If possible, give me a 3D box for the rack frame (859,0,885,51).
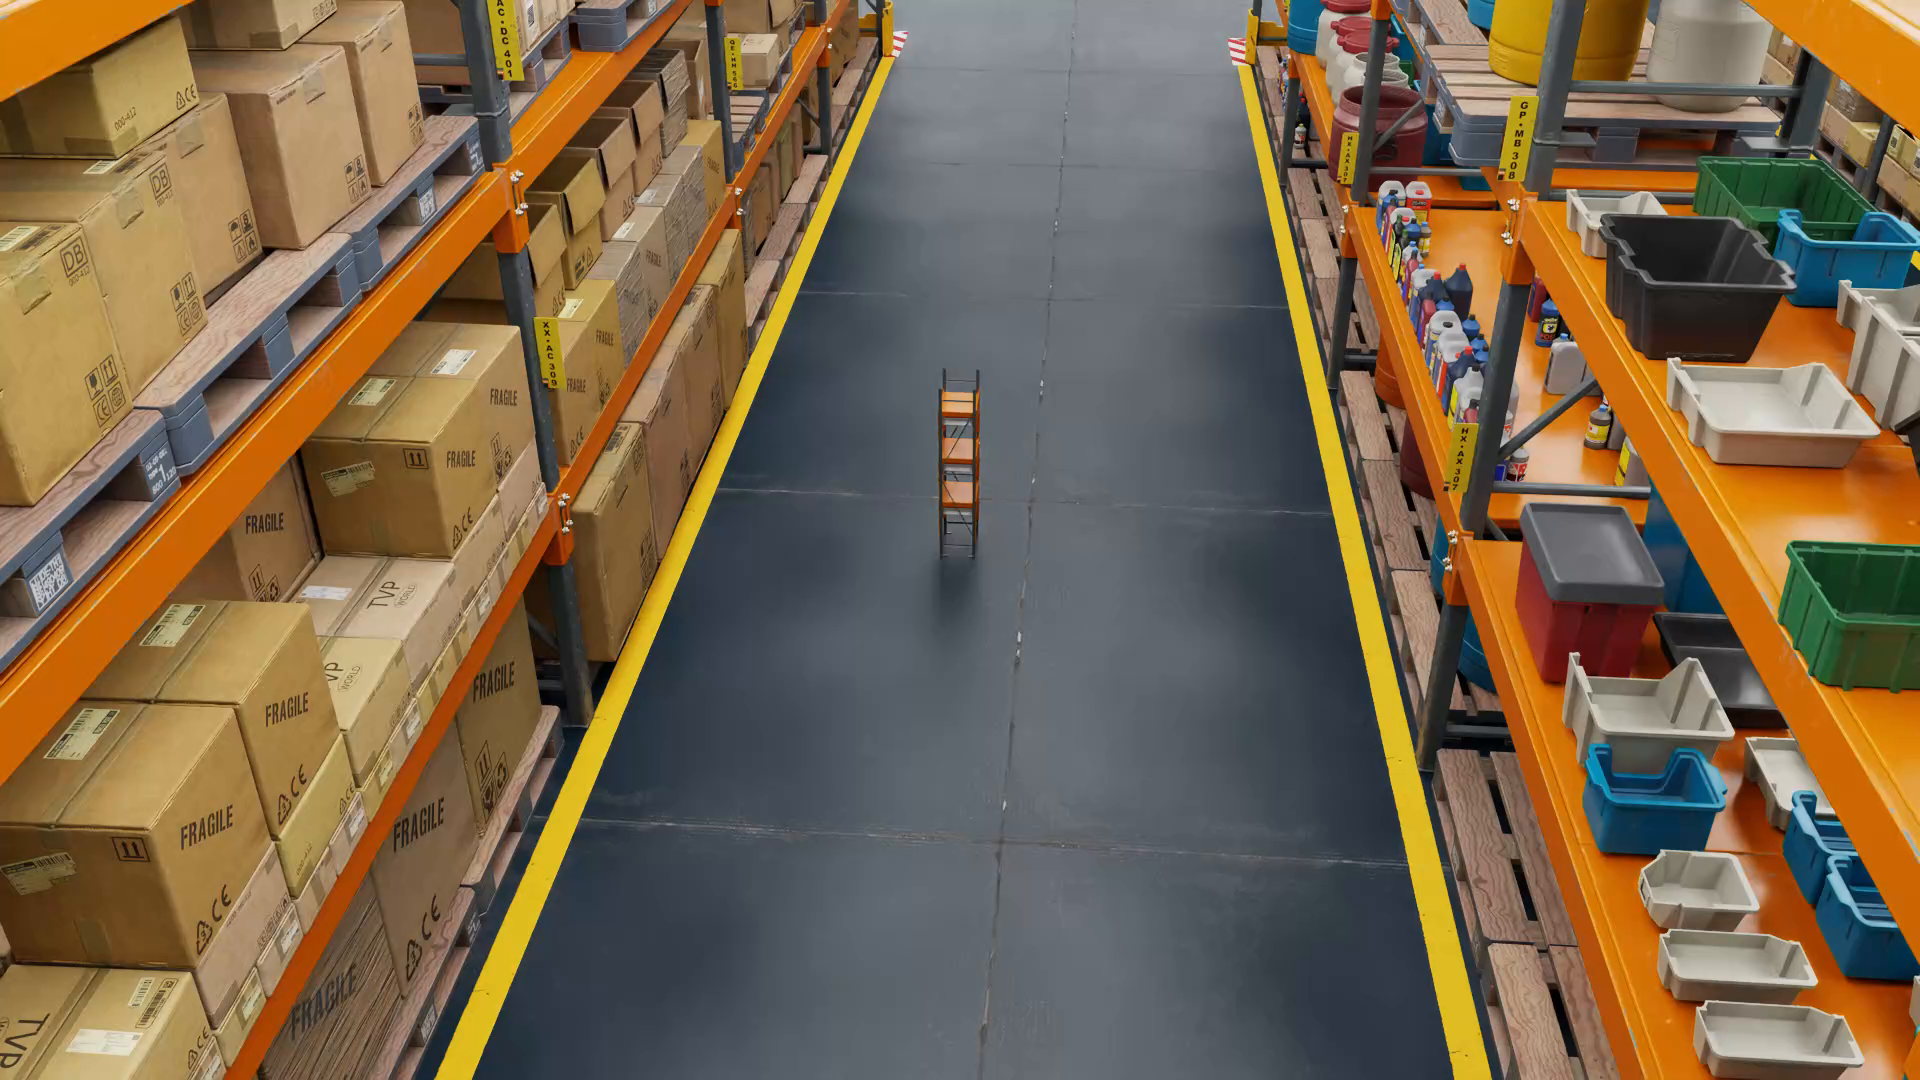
[{"bbox_3d":[-1.315,-6.687,17.523,1.000,3.000,0.127,2,32,4],"label":"rack frame"}]

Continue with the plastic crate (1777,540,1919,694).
[{"bbox_3d":[2.115,0.176,3.729,0.450,0.188,0.336,2,32,4],"label":"plastic crate"}]

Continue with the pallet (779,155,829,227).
[{"bbox_3d":[-1.703,-3.002,14.200,1.003,0.211,1.213,2,32,4],"label":"pallet"}]

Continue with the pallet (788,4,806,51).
[{"bbox_3d":[-1.848,-4.121,13.541,1.003,0.211,1.213,2,32,4],"label":"pallet"}]

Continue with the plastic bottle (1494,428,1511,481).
[{"bbox_3d":[2.354,-0.368,7.387,0.152,0.276,0.135,2,32,4],"label":"plastic bottle"}]

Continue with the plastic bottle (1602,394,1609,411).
[{"bbox_3d":[3.144,-0.695,7.988,0.097,0.201,0.097,0,32,0],"label":"plastic bottle"}]

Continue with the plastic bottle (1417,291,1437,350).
[{"bbox_3d":[2.428,-1.141,8.633,0.061,0.283,0.133,2,32,4],"label":"plastic bottle"}]

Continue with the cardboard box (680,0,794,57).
[{"bbox_3d":[-1.690,-3.908,12.514,0.797,0.503,0.637,6,32,9],"label":"cardboard box"}]

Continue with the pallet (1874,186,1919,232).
[{"bbox_3d":[8.211,-2.597,13.543,1.003,0.211,1.213,2,32,4],"label":"pallet"}]

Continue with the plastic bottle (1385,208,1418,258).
[{"bbox_3d":[2.575,-1.785,9.687,0.152,0.276,0.135,2,32,4],"label":"plastic bottle"}]

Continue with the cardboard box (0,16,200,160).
[{"bbox_3d":[-2.443,-1.237,4.514,0.500,0.250,0.500,1,32,2],"label":"cardboard box"}]

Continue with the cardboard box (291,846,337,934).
[{"bbox_3d":[-2.178,1.077,5.163,0.380,0.149,0.250,2,32,3],"label":"cardboard box"}]

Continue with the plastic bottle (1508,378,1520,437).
[{"bbox_3d":[2.537,-0.668,7.803,0.144,0.351,0.185,2,32,4],"label":"plastic bottle"}]

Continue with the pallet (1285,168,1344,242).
[{"bbox_3d":[3.271,-2.785,13.848,1.003,0.211,1.213,2,32,4],"label":"pallet"}]

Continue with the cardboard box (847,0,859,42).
[{"bbox_3d":[-1.383,-5.476,17.540,0.500,0.500,0.500,8,33,13],"label":"cardboard box"}]

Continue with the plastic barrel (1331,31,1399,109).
[{"bbox_3d":[2.904,-3.341,11.964,0.433,0.535,0.433,0,32,0],"label":"plastic barrel"}]

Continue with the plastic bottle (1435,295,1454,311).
[{"bbox_3d":[2.509,-1.141,8.646,0.097,0.271,0.097,0,32,0],"label":"plastic bottle"}]

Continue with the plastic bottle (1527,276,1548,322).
[{"bbox_3d":[3.111,-1.325,8.933,0.061,0.283,0.133,2,32,4],"label":"plastic bottle"}]

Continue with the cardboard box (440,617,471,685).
[{"bbox_3d":[-2.074,0.406,6.252,0.380,0.149,0.250,3,32,5],"label":"cardboard box"}]

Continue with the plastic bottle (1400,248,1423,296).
[{"bbox_3d":[2.501,-1.483,9.200,0.097,0.271,0.097,0,32,0],"label":"plastic bottle"}]

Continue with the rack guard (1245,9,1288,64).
[{"bbox_3d":[3.662,-5.370,17.767,1.175,0.500,0.348,2,32,4],"label":"rack guard"}]

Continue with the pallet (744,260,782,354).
[{"bbox_3d":[-1.901,-1.726,12.129,1.003,0.211,1.213,2,32,4],"label":"pallet"}]

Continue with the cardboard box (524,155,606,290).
[{"bbox_3d":[-2.181,-1.575,8.175,0.797,0.503,0.637,3,32,5],"label":"cardboard box"}]

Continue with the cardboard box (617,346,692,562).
[{"bbox_3d":[-2.188,-0.490,9.091,1.225,0.875,0.875,1,32,2],"label":"cardboard box"}]

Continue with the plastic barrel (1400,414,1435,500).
[{"bbox_3d":[2.855,-0.598,9.539,0.600,0.588,0.708,2,32,4],"label":"plastic barrel"}]

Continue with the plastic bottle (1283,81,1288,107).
[{"bbox_3d":[3.111,-4.229,15.715,0.097,0.271,0.097,0,32,0],"label":"plastic bottle"}]

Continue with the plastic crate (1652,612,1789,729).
[{"bbox_3d":[2.821,0.487,6.086,0.437,0.125,0.590,2,32,4],"label":"plastic crate"}]

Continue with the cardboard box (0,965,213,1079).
[{"bbox_3d":[-2.310,1.377,4.297,0.500,0.250,0.500,2,32,3],"label":"cardboard box"}]

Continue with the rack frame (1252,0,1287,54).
[{"bbox_3d":[3.621,-6.476,17.179,1.000,3.000,0.127,2,32,4],"label":"rack frame"}]

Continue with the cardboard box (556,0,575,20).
[{"bbox_3d":[-2.021,-2.534,7.762,0.380,0.149,0.250,1,32,2],"label":"cardboard box"}]

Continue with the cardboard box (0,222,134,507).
[{"bbox_3d":[-2.463,-0.425,3.911,0.700,0.500,0.500,1,32,2],"label":"cardboard box"}]

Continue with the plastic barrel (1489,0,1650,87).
[{"bbox_3d":[2.517,-2.223,6.839,0.600,0.588,0.600,0,32,0],"label":"plastic barrel"}]

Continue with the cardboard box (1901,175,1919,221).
[{"bbox_3d":[7.910,-2.711,13.291,0.500,0.250,0.500,3,32,5],"label":"cardboard box"}]

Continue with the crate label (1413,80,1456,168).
[{"bbox_3d":[3.321,-2.816,11.206,0.502,0.435,0.616,2,32,4],"label":"crate label"}]

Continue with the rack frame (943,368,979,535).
[{"bbox_3d":[0.006,-0.483,9.313,0.200,1.050,0.008,2,32,4],"label":"rack frame"}]

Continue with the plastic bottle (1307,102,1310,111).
[{"bbox_3d":[3.226,-3.868,15.125,0.152,0.276,0.135,2,32,4],"label":"plastic bottle"}]

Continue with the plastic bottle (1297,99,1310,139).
[{"bbox_3d":[3.061,-3.793,14.931,0.144,0.351,0.185,2,32,3],"label":"plastic bottle"}]

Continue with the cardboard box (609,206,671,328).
[{"bbox_3d":[-1.887,-1.480,8.977,0.500,0.500,0.500,3,32,5],"label":"cardboard box"}]

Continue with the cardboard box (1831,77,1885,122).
[{"bbox_3d":[8.105,-4.011,14.685,0.500,0.500,0.500,2,32,4],"label":"cardboard box"}]

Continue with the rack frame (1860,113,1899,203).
[{"bbox_3d":[8.232,-4.171,13.439,1.000,3.000,0.127,2,32,4],"label":"rack frame"}]

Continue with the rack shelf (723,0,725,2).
[{"bbox_3d":[-1.804,-4.521,11.833,1.077,0.370,4.000,2,32,4],"label":"rack shelf"}]

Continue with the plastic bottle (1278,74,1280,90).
[{"bbox_3d":[3.155,-4.483,16.193,0.097,0.201,0.097,0,32,0],"label":"plastic bottle"}]

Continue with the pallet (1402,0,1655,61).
[{"bbox_3d":[2.700,-2.405,7.894,1.003,0.211,1.213,2,32,4],"label":"pallet"}]

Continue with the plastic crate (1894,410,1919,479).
[{"bbox_3d":[2.717,-0.147,4.110,0.504,0.338,0.767,2,32,4],"label":"plastic crate"}]

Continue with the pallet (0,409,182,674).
[{"bbox_3d":[-2.568,0.051,3.813,1.003,0.211,1.213,2,32,4],"label":"pallet"}]

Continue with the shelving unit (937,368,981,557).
[{"bbox_3d":[-0.004,-0.419,9.209,0.215,1.050,0.252,2,32,4],"label":"shelving unit"}]

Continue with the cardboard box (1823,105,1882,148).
[{"bbox_3d":[8.103,-3.692,14.882,0.500,0.250,0.500,2,32,4],"label":"cardboard box"}]

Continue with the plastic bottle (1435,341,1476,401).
[{"bbox_3d":[2.425,-0.823,8.125,0.152,0.276,0.135,2,32,4],"label":"plastic bottle"}]

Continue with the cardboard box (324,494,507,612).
[{"bbox_3d":[-2.106,0.037,6.470,0.500,0.250,0.500,3,32,5],"label":"cardboard box"}]

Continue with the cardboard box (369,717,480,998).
[{"bbox_3d":[-2.499,1.125,6.470,0.875,0.875,0.875,2,32,4],"label":"cardboard box"}]

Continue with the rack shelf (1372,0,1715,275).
[{"bbox_3d":[2.807,-2.218,8.096,1.077,0.370,4.000,2,32,4],"label":"rack shelf"}]

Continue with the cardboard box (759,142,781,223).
[{"bbox_3d":[-1.815,-2.858,13.271,0.700,0.500,0.500,0,32,0],"label":"cardboard box"}]

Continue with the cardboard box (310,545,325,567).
[{"bbox_3d":[-2.637,0.019,6.500,0.500,0.250,0.500,2,32,4],"label":"cardboard box"}]

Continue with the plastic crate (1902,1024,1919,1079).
[{"bbox_3d":[2.721,1.477,4.377,0.416,0.233,0.300,2,32,4],"label":"plastic crate"}]

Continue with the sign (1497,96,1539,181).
[{"bbox_3d":[2.096,-1.506,6.248,0.100,0.325,0.005,2,32,4],"label":"sign"}]

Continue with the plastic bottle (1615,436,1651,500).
[{"bbox_3d":[2.999,-0.371,7.321,0.144,0.351,0.185,2,32,4],"label":"plastic bottle"}]
